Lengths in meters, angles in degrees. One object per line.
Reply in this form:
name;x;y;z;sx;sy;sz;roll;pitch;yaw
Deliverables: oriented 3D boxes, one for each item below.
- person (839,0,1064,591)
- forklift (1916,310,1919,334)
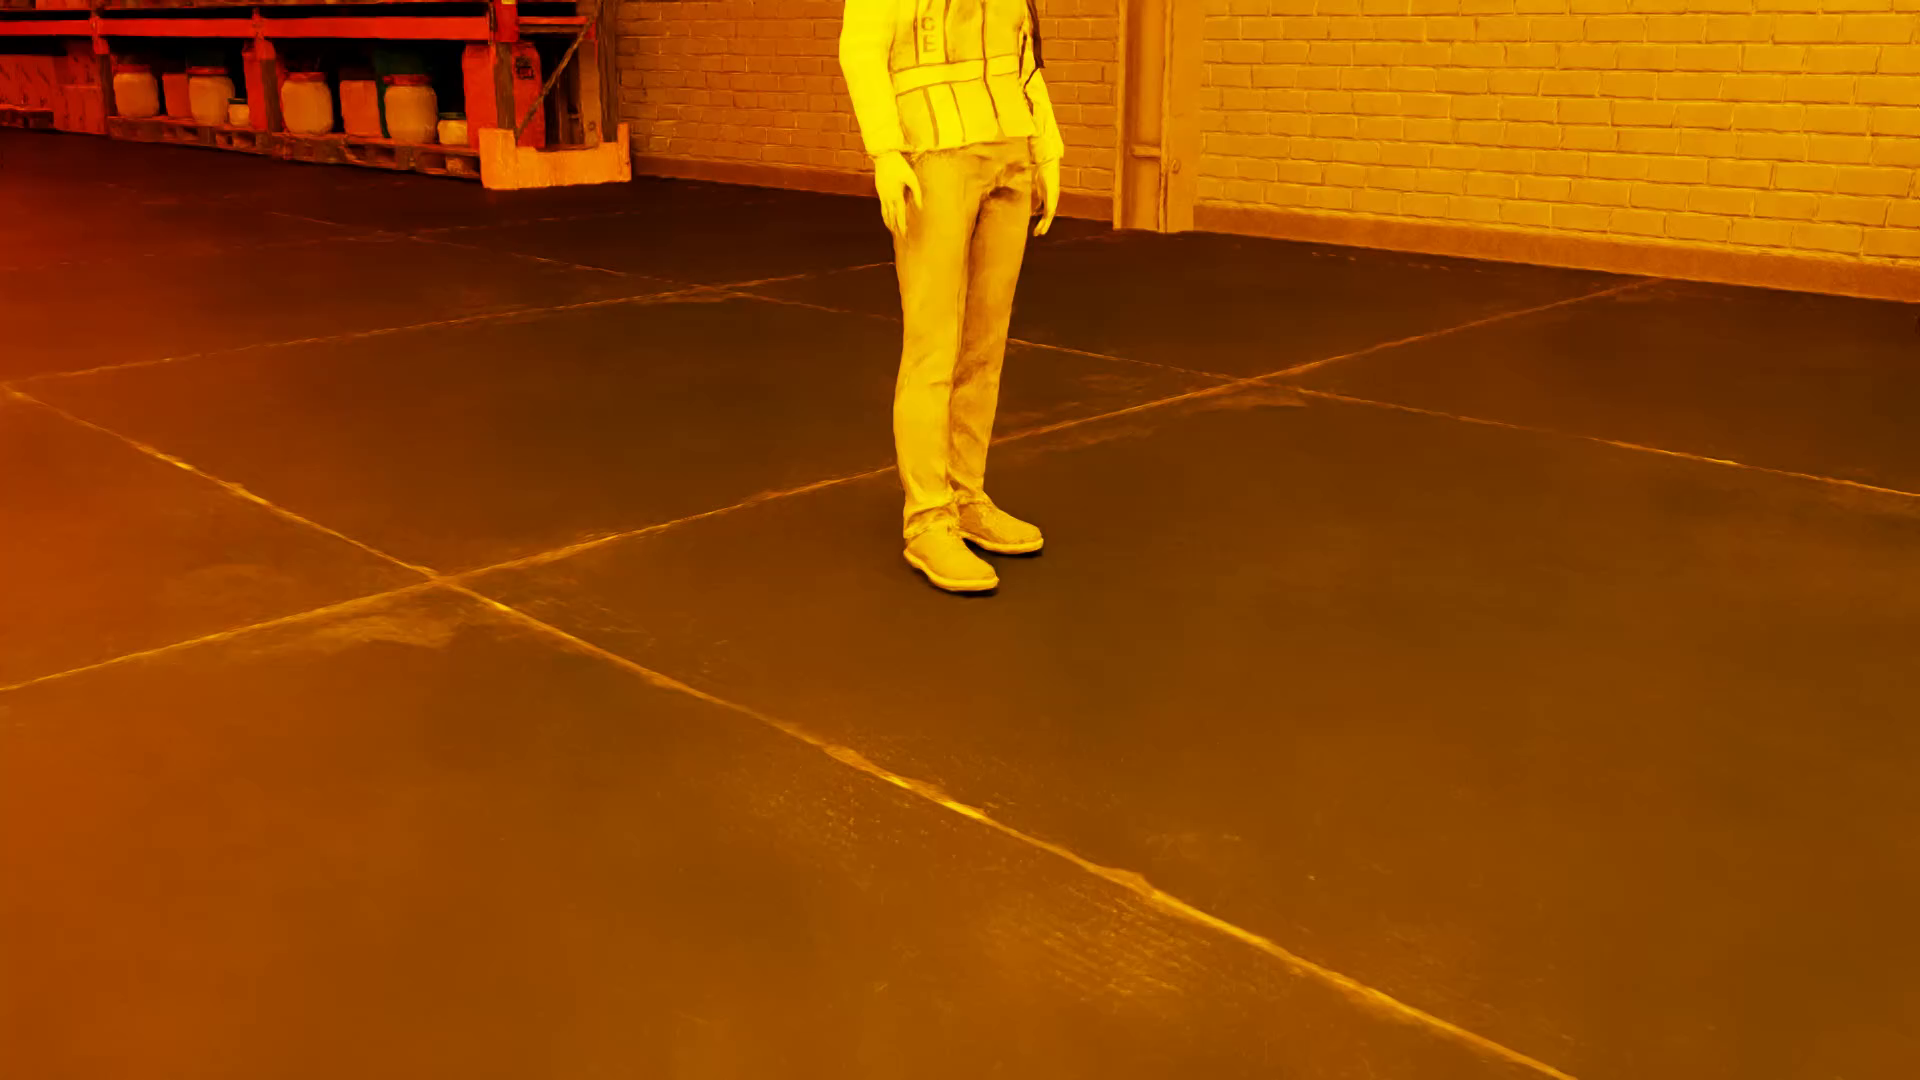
person;0.043;-0.801;3.593;0.532;1.695;0.586;16;23;42
forklift;4.610;-1.765;4.645;1.130;2.935;3.031;-8;19;-24
